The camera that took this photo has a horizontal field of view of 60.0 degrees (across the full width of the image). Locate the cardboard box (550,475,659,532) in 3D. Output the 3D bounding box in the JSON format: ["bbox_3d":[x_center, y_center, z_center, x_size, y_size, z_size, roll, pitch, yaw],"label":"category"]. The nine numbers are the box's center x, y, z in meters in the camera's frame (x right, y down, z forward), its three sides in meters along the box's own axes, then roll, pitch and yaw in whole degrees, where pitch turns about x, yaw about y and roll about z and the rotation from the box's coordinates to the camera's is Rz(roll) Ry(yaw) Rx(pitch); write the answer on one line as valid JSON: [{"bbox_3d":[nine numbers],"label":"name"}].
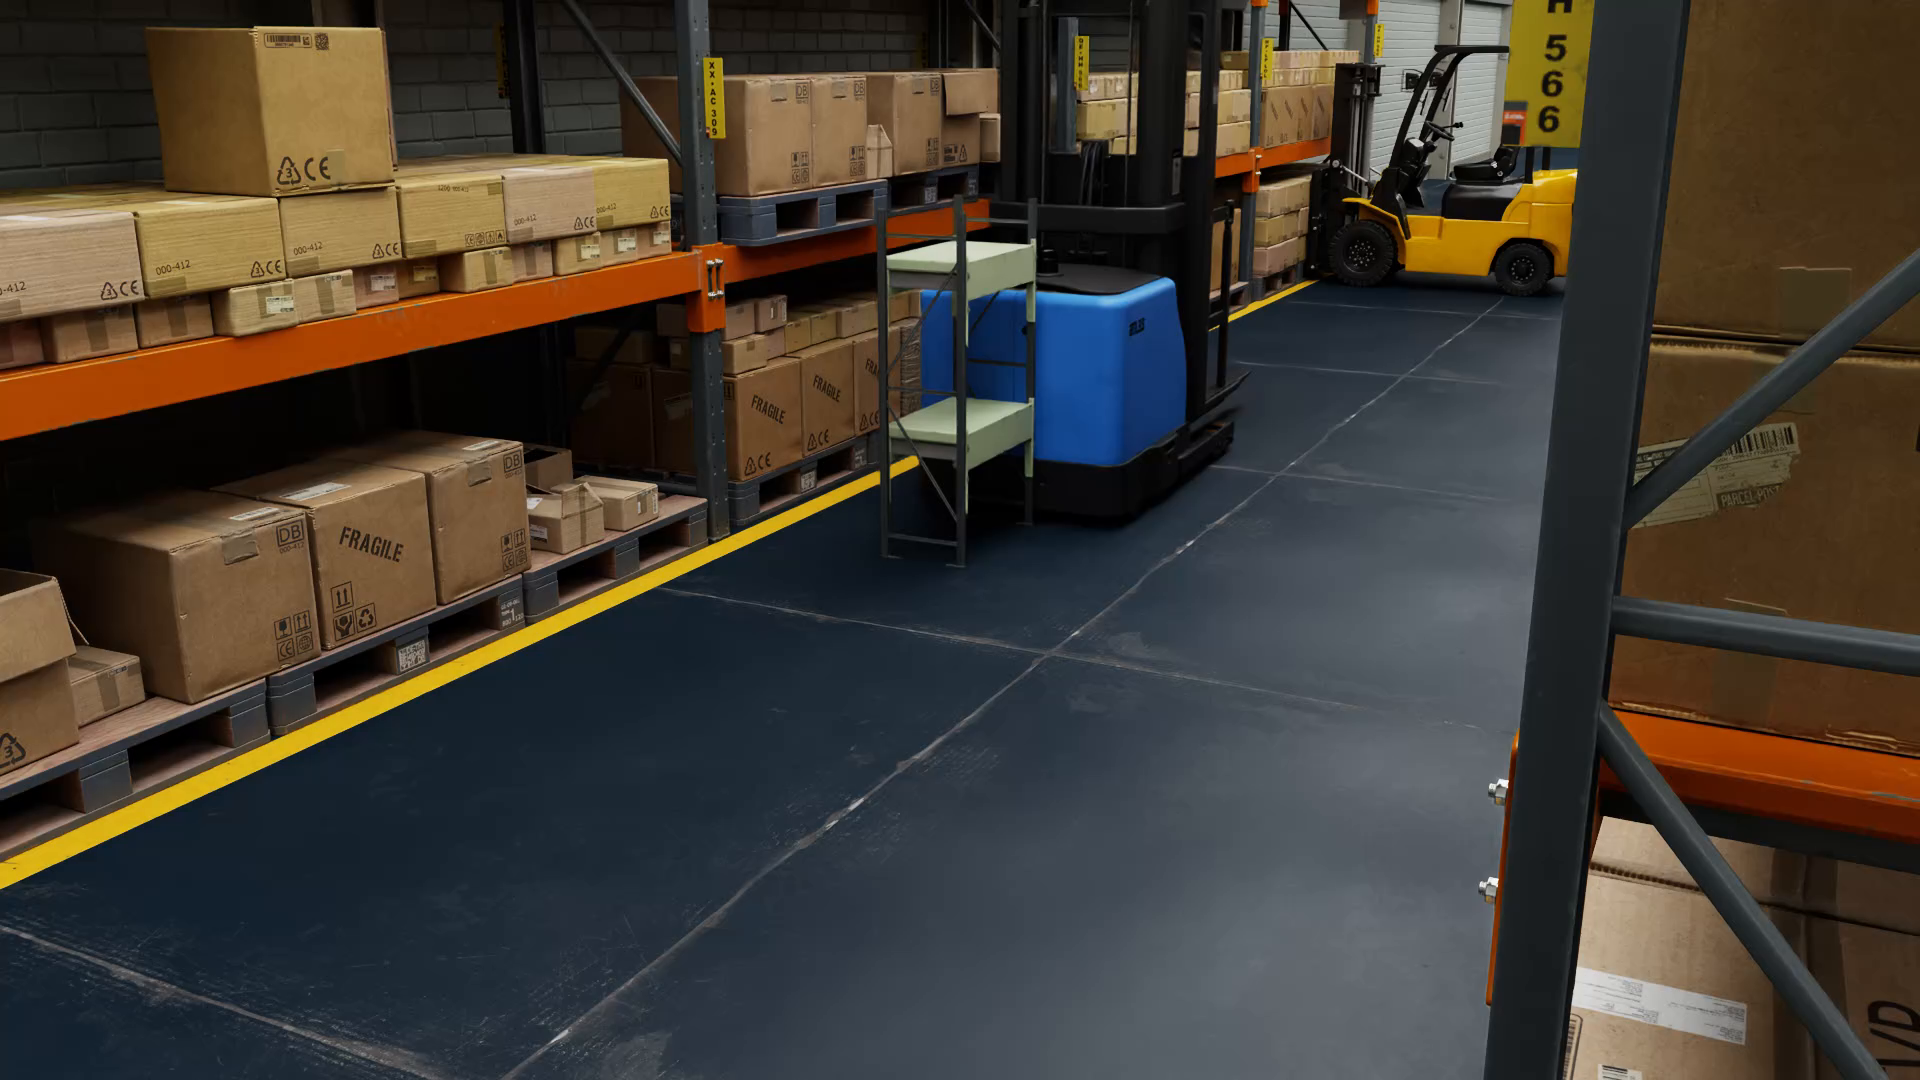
[{"bbox_3d":[-1.507,-0.158,7.058,0.380,0.149,0.250,7,18,24],"label":"cardboard box"}]

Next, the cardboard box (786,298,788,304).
[{"bbox_3d":[-1.139,-1.210,8.842,0.380,0.149,0.250,9,19,27],"label":"cardboard box"}]

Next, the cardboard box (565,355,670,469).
[{"bbox_3d":[-1.566,-0.668,8.159,0.500,0.500,0.500,8,18,25],"label":"cardboard box"}]

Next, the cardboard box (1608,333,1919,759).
[{"bbox_3d":[1.112,-0.058,2.275,0.500,0.500,0.500,8,18,26],"label":"cardboard box"}]

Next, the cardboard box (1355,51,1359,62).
[{"bbox_3d":[3.869,-4.943,17.060,0.380,0.149,0.250,8,18,26],"label":"cardboard box"}]

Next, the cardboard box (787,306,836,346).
[{"bbox_3d":[-0.854,-1.093,8.449,0.380,0.149,0.250,8,18,24],"label":"cardboard box"}]

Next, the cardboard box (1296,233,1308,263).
[{"bbox_3d":[2.995,-2.769,15.670,0.500,0.250,0.500,8,19,26],"label":"cardboard box"}]

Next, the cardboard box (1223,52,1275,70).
[{"bbox_3d":[2.461,-4.085,14.173,0.380,0.149,0.250,9,19,26],"label":"cardboard box"}]

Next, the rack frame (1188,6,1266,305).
[{"bbox_3d":[2.053,-3.540,14.176,1.000,3.000,0.127,8,18,25],"label":"rack frame"}]

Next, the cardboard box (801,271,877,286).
[{"bbox_3d":[-0.706,-1.474,9.733,0.380,0.149,0.250,8,18,24],"label":"cardboard box"}]

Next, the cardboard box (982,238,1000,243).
[{"bbox_3d":[0.557,-1.742,11.553,0.875,0.625,0.625,9,19,27],"label":"cardboard box"}]

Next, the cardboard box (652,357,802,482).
[{"bbox_3d":[-1.104,-0.600,7.930,0.500,0.500,0.500,9,19,28],"label":"cardboard box"}]

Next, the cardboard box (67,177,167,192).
[{"bbox_3d":[-2.650,-1.095,5.685,0.500,0.250,0.500,8,18,25],"label":"cardboard box"}]

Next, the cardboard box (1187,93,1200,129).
[{"bbox_3d":[1.606,-3.289,12.715,0.500,0.250,0.500,8,19,26],"label":"cardboard box"}]

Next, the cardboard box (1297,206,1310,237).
[{"bbox_3d":[3.004,-3.002,15.578,0.500,0.250,0.500,8,18,25],"label":"cardboard box"}]

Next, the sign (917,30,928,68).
[{"bbox_3d":[-0.232,-3.146,10.815,0.100,0.325,0.005,8,18,25],"label":"sign"}]

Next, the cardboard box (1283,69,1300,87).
[{"bbox_3d":[2.814,-4.136,14.868,0.380,0.149,0.250,9,19,27],"label":"cardboard box"}]

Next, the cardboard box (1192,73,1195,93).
[{"bbox_3d":[1.555,-3.455,12.573,0.380,0.149,0.250,8,18,26],"label":"cardboard box"}]

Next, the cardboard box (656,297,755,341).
[{"bbox_3d":[-1.177,-1.024,7.696,0.380,0.149,0.250,8,18,24],"label":"cardboard box"}]

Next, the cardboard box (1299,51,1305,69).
[{"bbox_3d":[2.902,-4.352,15.070,0.380,0.149,0.250,8,18,24],"label":"cardboard box"}]

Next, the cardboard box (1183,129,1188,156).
[{"bbox_3d":[1.369,-2.923,12.361,0.500,0.250,0.500,9,19,27],"label":"cardboard box"}]

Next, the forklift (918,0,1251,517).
[{"bbox_3d":[0.865,-1.885,8.722,1.130,2.935,3.031,7,18,23],"label":"forklift"}]

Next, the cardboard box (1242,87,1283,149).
[{"bbox_3d":[2.485,-3.668,14.430,0.500,0.500,0.500,8,18,24],"label":"cardboard box"}]

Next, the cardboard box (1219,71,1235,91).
[{"bbox_3d":[2.000,-3.716,13.452,0.380,0.149,0.250,8,18,25],"label":"cardboard box"}]

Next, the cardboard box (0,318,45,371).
[{"bbox_3d":[-2.758,-0.554,4.563,0.380,0.149,0.250,8,18,25],"label":"cardboard box"}]

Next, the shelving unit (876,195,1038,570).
[{"bbox_3d":[-0.002,-0.714,7.295,0.431,1.500,0.755,8,18,24],"label":"shelving unit"}]

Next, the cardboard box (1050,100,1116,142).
[{"bbox_3d":[0.705,-2.768,10.961,0.500,0.250,0.500,8,18,25],"label":"cardboard box"}]

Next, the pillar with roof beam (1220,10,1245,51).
[{"bbox_3d":[6.575,-6.825,14.697,9.100,9.000,0.400,8,18,25],"label":"pillar with roof beam"}]

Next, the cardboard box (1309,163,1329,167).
[{"bbox_3d":[3.914,-3.765,17.267,0.500,0.250,0.500,9,19,27],"label":"cardboard box"}]

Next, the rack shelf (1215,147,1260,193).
[{"bbox_3d":[1.160,-2.686,12.563,1.077,0.370,4.000,8,18,25],"label":"rack shelf"}]

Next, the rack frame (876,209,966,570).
[{"bbox_3d":[-0.159,-0.620,6.978,0.400,1.500,0.023,8,18,24],"label":"rack frame"}]

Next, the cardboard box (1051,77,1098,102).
[{"bbox_3d":[0.672,-2.924,10.786,0.380,0.149,0.250,9,19,27],"label":"cardboard box"}]

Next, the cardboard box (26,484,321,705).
[{"bbox_3d":[-2.534,0.157,5.381,0.700,0.500,0.500,9,19,28],"label":"cardboard box"}]

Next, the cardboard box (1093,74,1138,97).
[{"bbox_3d":[1.073,-3.197,11.705,0.380,0.149,0.250,8,18,26],"label":"cardboard box"}]

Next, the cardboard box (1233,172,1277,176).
[{"bbox_3d":[2.769,-3.440,16.174,0.500,0.250,0.500,8,18,24],"label":"cardboard box"}]

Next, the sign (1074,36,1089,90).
[{"bbox_3d":[0.756,-2.972,10.367,0.100,0.325,0.005,8,18,25],"label":"sign"}]

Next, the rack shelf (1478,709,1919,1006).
[{"bbox_3d":[2.027,-0.018,3.579,1.077,0.370,4.000,8,18,25],"label":"rack shelf"}]

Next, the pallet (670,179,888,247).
[{"bbox_3d":[-1.067,-1.600,7.981,1.003,0.211,1.213,8,18,25],"label":"pallet"}]

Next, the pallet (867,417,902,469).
[{"bbox_3d":[-0.648,-0.690,9.476,1.003,0.211,1.213,8,18,25],"label":"pallet"}]

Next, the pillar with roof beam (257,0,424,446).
[{"bbox_3d":[1.213,-3.768,4.406,9.100,9.000,0.400,8,18,25],"label":"pillar with roof beam"}]

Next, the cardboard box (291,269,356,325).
[{"bbox_3d":[-2.197,-0.804,5.403,0.380,0.149,0.250,9,19,27],"label":"cardboard box"}]

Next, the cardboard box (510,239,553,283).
[{"bbox_3d":[-1.771,-1.067,6.290,0.380,0.149,0.250,9,19,27],"label":"cardboard box"}]

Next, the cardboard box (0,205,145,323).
[{"bbox_3d":[-2.640,-0.764,4.570,0.500,0.250,0.500,8,18,26],"label":"cardboard box"}]

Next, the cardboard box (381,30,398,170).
[{"bbox_3d":[-2.425,-1.587,6.024,0.500,0.500,0.500,8,18,24],"label":"cardboard box"}]

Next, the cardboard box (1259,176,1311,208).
[{"bbox_3d":[3.000,-3.243,15.511,0.500,0.250,0.500,9,19,27],"label":"cardboard box"}]

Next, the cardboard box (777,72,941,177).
[{"bbox_3d":[-0.523,-2.178,8.677,0.700,0.500,0.500,8,18,25],"label":"cardboard box"}]

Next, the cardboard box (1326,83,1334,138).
[{"bbox_3d":[3.387,-4.187,16.177,0.500,0.500,0.500,8,18,24],"label":"cardboard box"}]

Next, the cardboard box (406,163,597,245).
[{"bbox_3d":[-1.741,-1.283,6.317,0.500,0.250,0.500,8,18,26],"label":"cardboard box"}]

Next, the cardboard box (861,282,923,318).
[{"bbox_3d":[-0.346,-1.343,9.292,0.380,0.149,0.250,7,18,23],"label":"cardboard box"}]

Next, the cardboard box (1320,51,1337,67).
[{"bbox_3d":[3.389,-4.605,15.922,0.380,0.149,0.250,8,19,26],"label":"cardboard box"}]
